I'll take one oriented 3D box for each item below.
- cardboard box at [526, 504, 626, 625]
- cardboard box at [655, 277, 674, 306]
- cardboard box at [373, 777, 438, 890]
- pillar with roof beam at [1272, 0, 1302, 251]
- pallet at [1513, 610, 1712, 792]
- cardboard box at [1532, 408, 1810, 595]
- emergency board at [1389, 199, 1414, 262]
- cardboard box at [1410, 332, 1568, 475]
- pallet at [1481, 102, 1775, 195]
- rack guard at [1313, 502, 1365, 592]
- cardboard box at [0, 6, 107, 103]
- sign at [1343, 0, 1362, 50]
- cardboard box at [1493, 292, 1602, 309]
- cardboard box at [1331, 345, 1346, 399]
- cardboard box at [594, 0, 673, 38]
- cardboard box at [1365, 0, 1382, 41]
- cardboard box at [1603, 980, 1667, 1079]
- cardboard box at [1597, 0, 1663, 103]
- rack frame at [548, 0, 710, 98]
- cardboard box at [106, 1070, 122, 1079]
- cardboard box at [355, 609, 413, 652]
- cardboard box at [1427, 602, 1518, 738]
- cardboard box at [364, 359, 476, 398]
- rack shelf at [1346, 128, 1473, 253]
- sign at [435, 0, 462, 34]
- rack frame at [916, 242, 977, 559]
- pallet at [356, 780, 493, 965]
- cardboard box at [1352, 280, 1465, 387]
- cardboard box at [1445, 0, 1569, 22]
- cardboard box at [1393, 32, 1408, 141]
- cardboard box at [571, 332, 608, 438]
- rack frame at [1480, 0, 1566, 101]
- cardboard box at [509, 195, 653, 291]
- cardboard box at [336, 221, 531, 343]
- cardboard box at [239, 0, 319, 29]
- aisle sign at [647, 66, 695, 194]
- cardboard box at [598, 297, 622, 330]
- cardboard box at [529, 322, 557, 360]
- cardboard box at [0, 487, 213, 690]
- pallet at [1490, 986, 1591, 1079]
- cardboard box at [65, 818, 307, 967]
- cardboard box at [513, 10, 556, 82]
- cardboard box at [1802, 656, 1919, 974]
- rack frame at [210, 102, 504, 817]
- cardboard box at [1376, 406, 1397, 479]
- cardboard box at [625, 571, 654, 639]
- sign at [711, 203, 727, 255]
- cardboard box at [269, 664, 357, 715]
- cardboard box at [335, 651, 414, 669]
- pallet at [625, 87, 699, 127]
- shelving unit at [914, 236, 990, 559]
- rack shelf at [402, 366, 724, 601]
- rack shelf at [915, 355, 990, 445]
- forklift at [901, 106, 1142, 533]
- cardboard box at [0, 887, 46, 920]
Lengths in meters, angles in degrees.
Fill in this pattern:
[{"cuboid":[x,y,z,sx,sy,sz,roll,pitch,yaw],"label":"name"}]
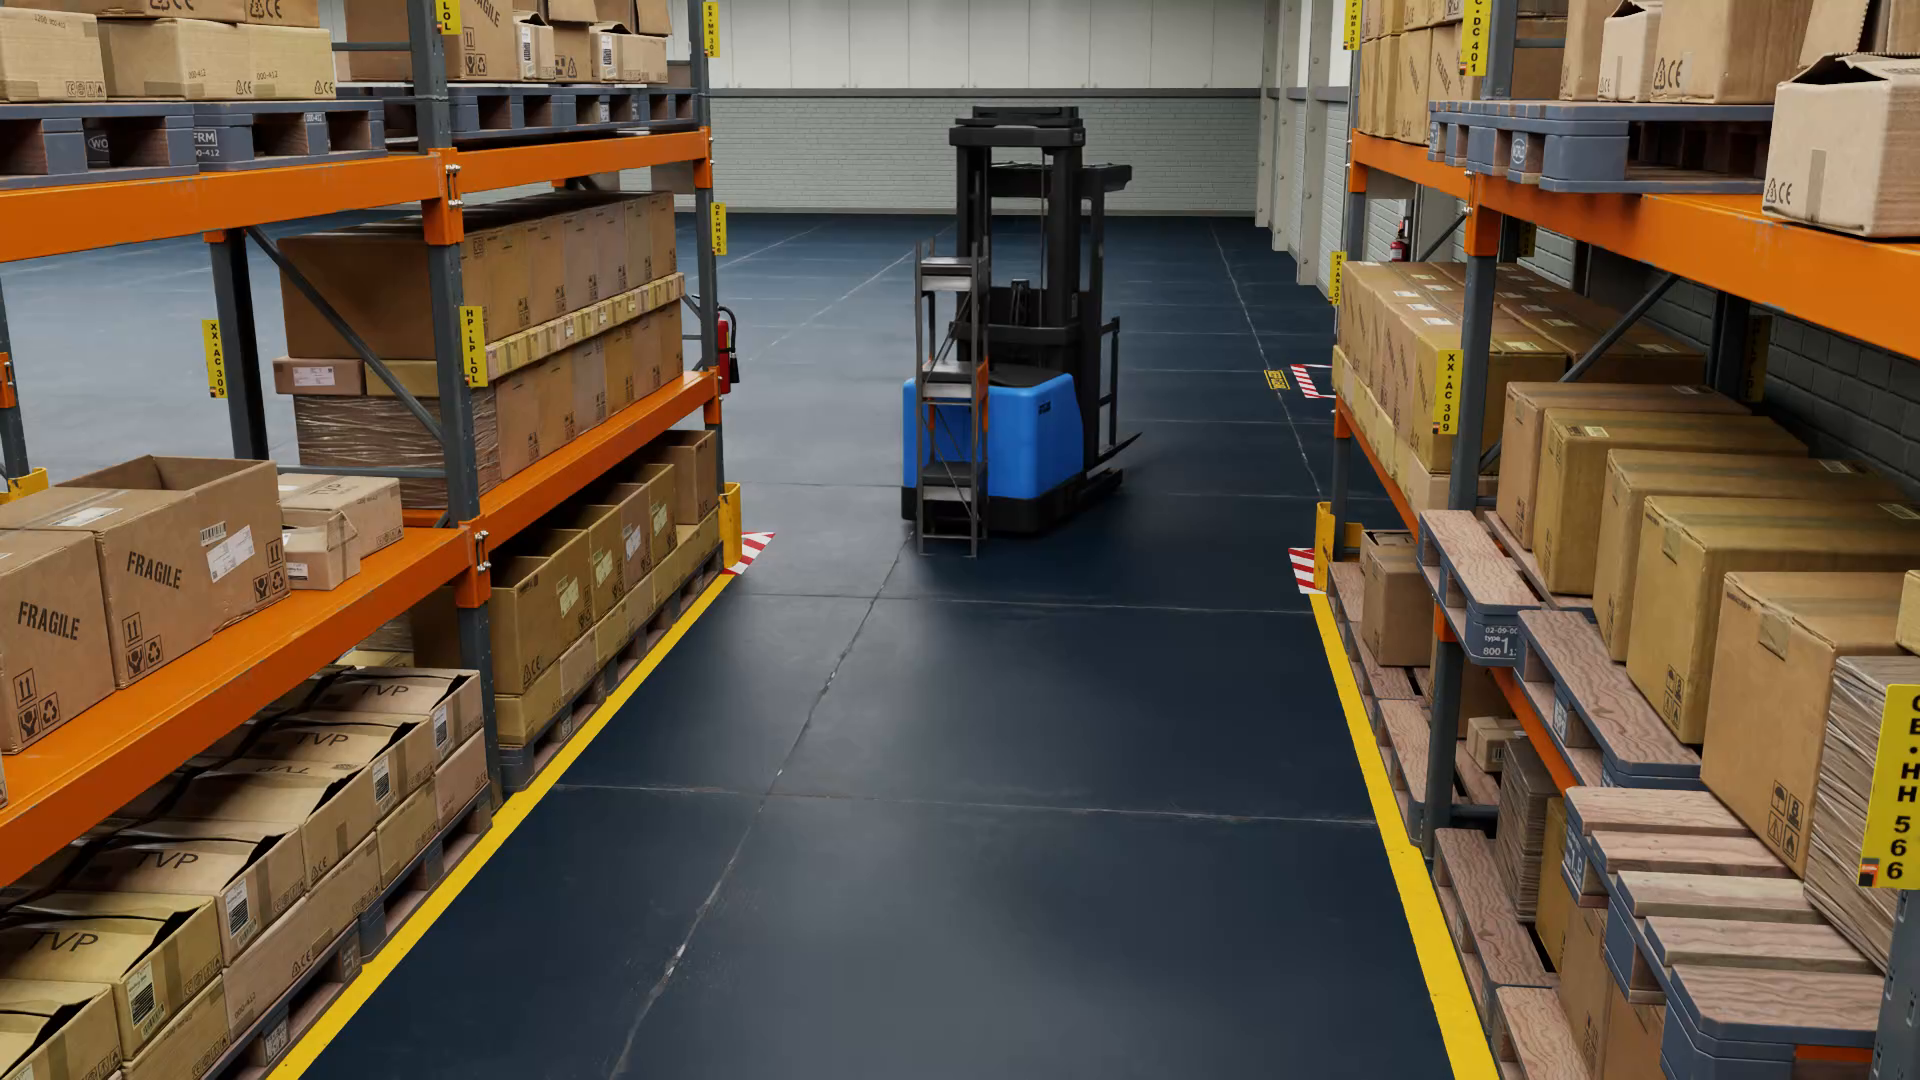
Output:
[{"cuboid":[-2.042,0.115,8.518,0.500,0.500,0.500,2,15,6],"label":"cardboard box"},{"cuboid":[-1.949,-1.504,10.043,0.380,0.149,0.250,2,15,8],"label":"cardboard box"},{"cuboid":[-2.336,1.094,6.332,0.500,0.250,0.500,1,15,5],"label":"cardboard box"},{"cuboid":[2.067,-10.210,32.183,9.100,9.000,0.400,2,15,6],"label":"pillar with roof beam"},{"cuboid":[2.136,0.483,4.498,1.003,0.211,1.213,2,15,6],"label":"pallet"},{"cuboid":[2.243,-0.118,5.316,0.700,0.500,0.500,3,15,12],"label":"cardboard box"},{"cuboid":[4.630,-3.159,17.598,0.194,1.169,0.643,2,15,6],"label":"emergency board"},{"cuboid":[2.151,-0.564,6.812,0.500,0.500,0.500,2,15,6],"label":"cardboard box"},{"cuboid":[2.115,-1.064,4.463,1.213,0.211,1.003,2,15,6],"label":"pallet"},{"cuboid":[2.847,0.056,10.496,1.175,0.500,0.348,2,15,6],"label":"rack guard"},{"cuboid":[-2.795,-1.362,4.688,0.500,0.250,0.500,0,15,2],"label":"cardboard box"},{"cuboid":[2.317,-3.056,9.796,0.100,0.325,0.005,2,15,6],"label":"sign"},{"cuboid":[2.836,-0.946,8.226,0.500,0.500,0.500,2,15,7],"label":"cardboard box"},{"cuboid":[2.485,-0.990,9.826,0.500,0.250,0.500,1,15,5],"label":"cardboard box"},{"cuboid":[-2.136,-2.934,9.750,0.797,0.503,0.637,3,15,10],"label":"cardboard box"},{"cuboid":[2.464,-2.937,8.886,0.500,0.500,0.500,2,15,6],"label":"cardboard box"},{"cuboid":[2.184,1.451,4.496,0.700,0.500,0.500,2,15,6],"label":"cardboard box"},{"cuboid":[2.194,-1.441,4.865,0.500,0.311,0.500,2,15,8],"label":"cardboard box"},{"cuboid":[-2.067,-4.211,9.996,1.000,3.000,0.127,2,15,6],"label":"rack frame"},{"cuboid":[-2.563,1.627,4.362,0.500,0.250,0.500,1,15,5],"label":"cardboard box"},{"cuboid":[-2.615,0.229,8.095,0.500,0.500,0.500,2,15,6],"label":"cardboard box"},{"cuboid":[2.482,0.591,7.675,0.500,0.500,0.500,1,15,2],"label":"cardboard box"},{"cuboid":[-2.295,-0.703,7.081,0.380,0.149,0.250,2,15,6],"label":"cardboard box"},{"cuboid":[2.630,-1.752,8.027,1.077,0.370,4.000,2,15,6],"label":"rack shelf"},{"cuboid":[-1.978,-2.114,6.392,0.100,0.325,0.005,2,15,6],"label":"sign"},{"cuboid":[-0.087,-0.898,10.960,0.400,2.100,0.015,2,15,9],"label":"rack frame"},{"cuboid":[-2.562,1.261,6.595,1.003,0.211,1.213,2,15,6],"label":"pallet"},{"cuboid":[2.373,-1.093,8.769,0.500,0.500,0.500,1,15,4],"label":"cardboard box"},{"cuboid":[2.192,-2.259,6.378,0.500,0.500,0.500,0,15,1],"label":"cardboard box"},{"cuboid":[2.380,-2.184,8.016,0.500,0.500,0.500,3,15,10],"label":"cardboard box"},{"cuboid":[-2.304,-0.841,8.834,0.700,0.500,0.500,2,15,8],"label":"cardboard box"},{"cuboid":[2.404,-3.029,5.623,1.000,3.000,0.127,2,15,6],"label":"rack frame"},{"cuboid":[-2.192,-1.719,9.594,0.700,0.500,0.500,1,15,5],"label":"cardboard box"},{"cuboid":[-2.418,-1.198,7.671,0.700,0.500,0.500,2,15,6],"label":"cardboard box"},{"cuboid":[-2.627,-2.059,5.830,0.500,0.500,0.500,2,15,7],"label":"cardboard box"},{"cuboid":[-1.767,-2.578,10.470,0.394,0.787,0.004,2,15,6],"label":"aisle sign"},{"cuboid":[-2.065,-1.236,9.052,0.380,0.149,0.250,2,15,8],"label":"cardboard box"},{"cuboid":[-2.181,-0.968,8.061,0.380,0.149,0.250,1,15,4],"label":"cardboard box"},{"cuboid":[-2.737,0.139,5.209,0.500,0.500,0.500,2,15,6],"label":"cardboard box"},{"cuboid":[2.183,1.733,4.850,1.003,0.211,1.213,2,15,6],"label":"pallet"},{"cuboid":[-2.450,1.084,5.294,0.500,0.311,0.500,2,15,6],"label":"cardboard box"},{"cuboid":[-2.138,-2.216,7.461,0.500,0.311,0.500,1,15,3],"label":"cardboard box"},{"cuboid":[1.996,0.522,2.951,0.700,0.500,0.500,0,15,0],"label":"cardboard box"},{"cuboid":[-2.518,-0.278,6.942,1.000,3.000,0.127,2,15,6],"label":"rack frame"},{"cuboid":[2.263,-0.462,7.872,0.500,0.250,0.500,2,15,6],"label":"cardboard box"},{"cuboid":[-1.991,0.347,9.096,0.500,0.250,0.500,2,15,6],"label":"cardboard box"},{"cuboid":[-1.529,-1.969,10.524,0.100,0.325,0.005,2,15,6],"label":"sign"},{"cuboid":[-2.812,0.676,6.804,0.500,0.311,0.500,2,15,6],"label":"cardboard box"},{"cuboid":[-2.683,0.720,7.715,0.500,0.250,0.500,2,15,6],"label":"cardboard box"},{"cuboid":[-2.172,-2.538,9.723,1.003,0.211,1.213,2,15,6],"label":"pallet"},{"cuboid":[-0.047,-0.961,11.192,0.431,2.100,0.503,2,15,9],"label":"shelving unit"},{"cuboid":[-2.292,-0.449,8.954,1.077,0.370,4.000,2,15,6],"label":"rack shelf"},{"cuboid":[-0.047,-0.947,11.196,0.431,0.518,0.480,2,15,9],"label":"rack shelf"},{"cuboid":[0.637,-1.802,12.712,1.130,2.935,3.031,7,16,23],"label":"forklift"},{"cuboid":[-3.043,1.205,4.849,0.500,0.311,0.500,2,15,6],"label":"cardboard box"}]
